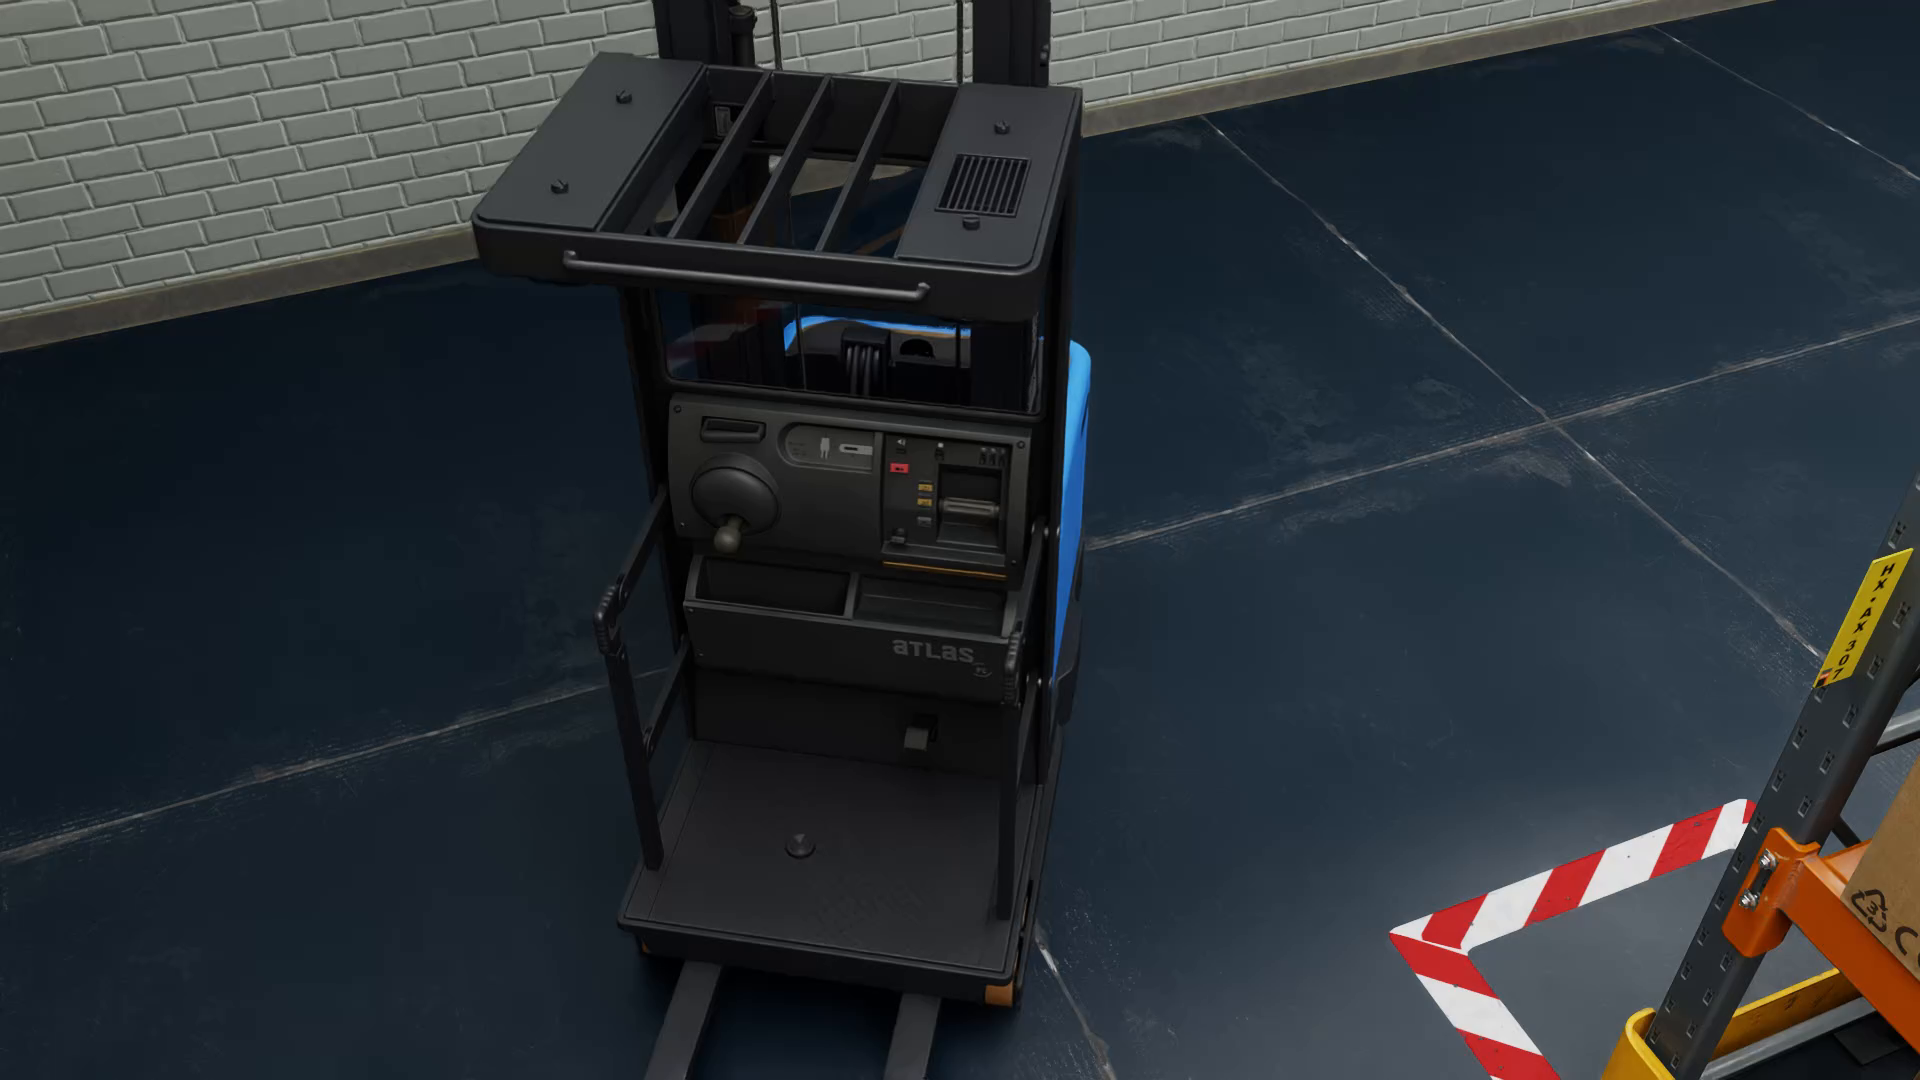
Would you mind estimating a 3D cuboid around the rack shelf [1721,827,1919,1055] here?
[{"bbox_3d":[2.956,1.820,2.384,1.077,0.370,4.000,-15,43,-17],"label":"rack shelf"}]

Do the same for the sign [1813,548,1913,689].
[{"bbox_3d":[1.689,0.150,3.111,0.100,0.325,0.005,-15,43,-17],"label":"sign"}]

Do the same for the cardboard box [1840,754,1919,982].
[{"bbox_3d":[2.117,0.638,3.131,0.500,0.500,0.500,-14,43,-16],"label":"cardboard box"}]

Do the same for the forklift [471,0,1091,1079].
[{"bbox_3d":[-0.321,-0.052,4.063,1.130,2.935,3.031,6,41,7],"label":"forklift"}]

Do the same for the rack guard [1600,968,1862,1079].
[{"bbox_3d":[2.220,1.336,4.313,1.175,0.500,0.348,-15,43,-17],"label":"rack guard"}]

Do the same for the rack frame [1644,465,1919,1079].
[{"bbox_3d":[2.190,0.343,3.551,1.000,3.000,0.127,-15,43,-17],"label":"rack frame"}]
